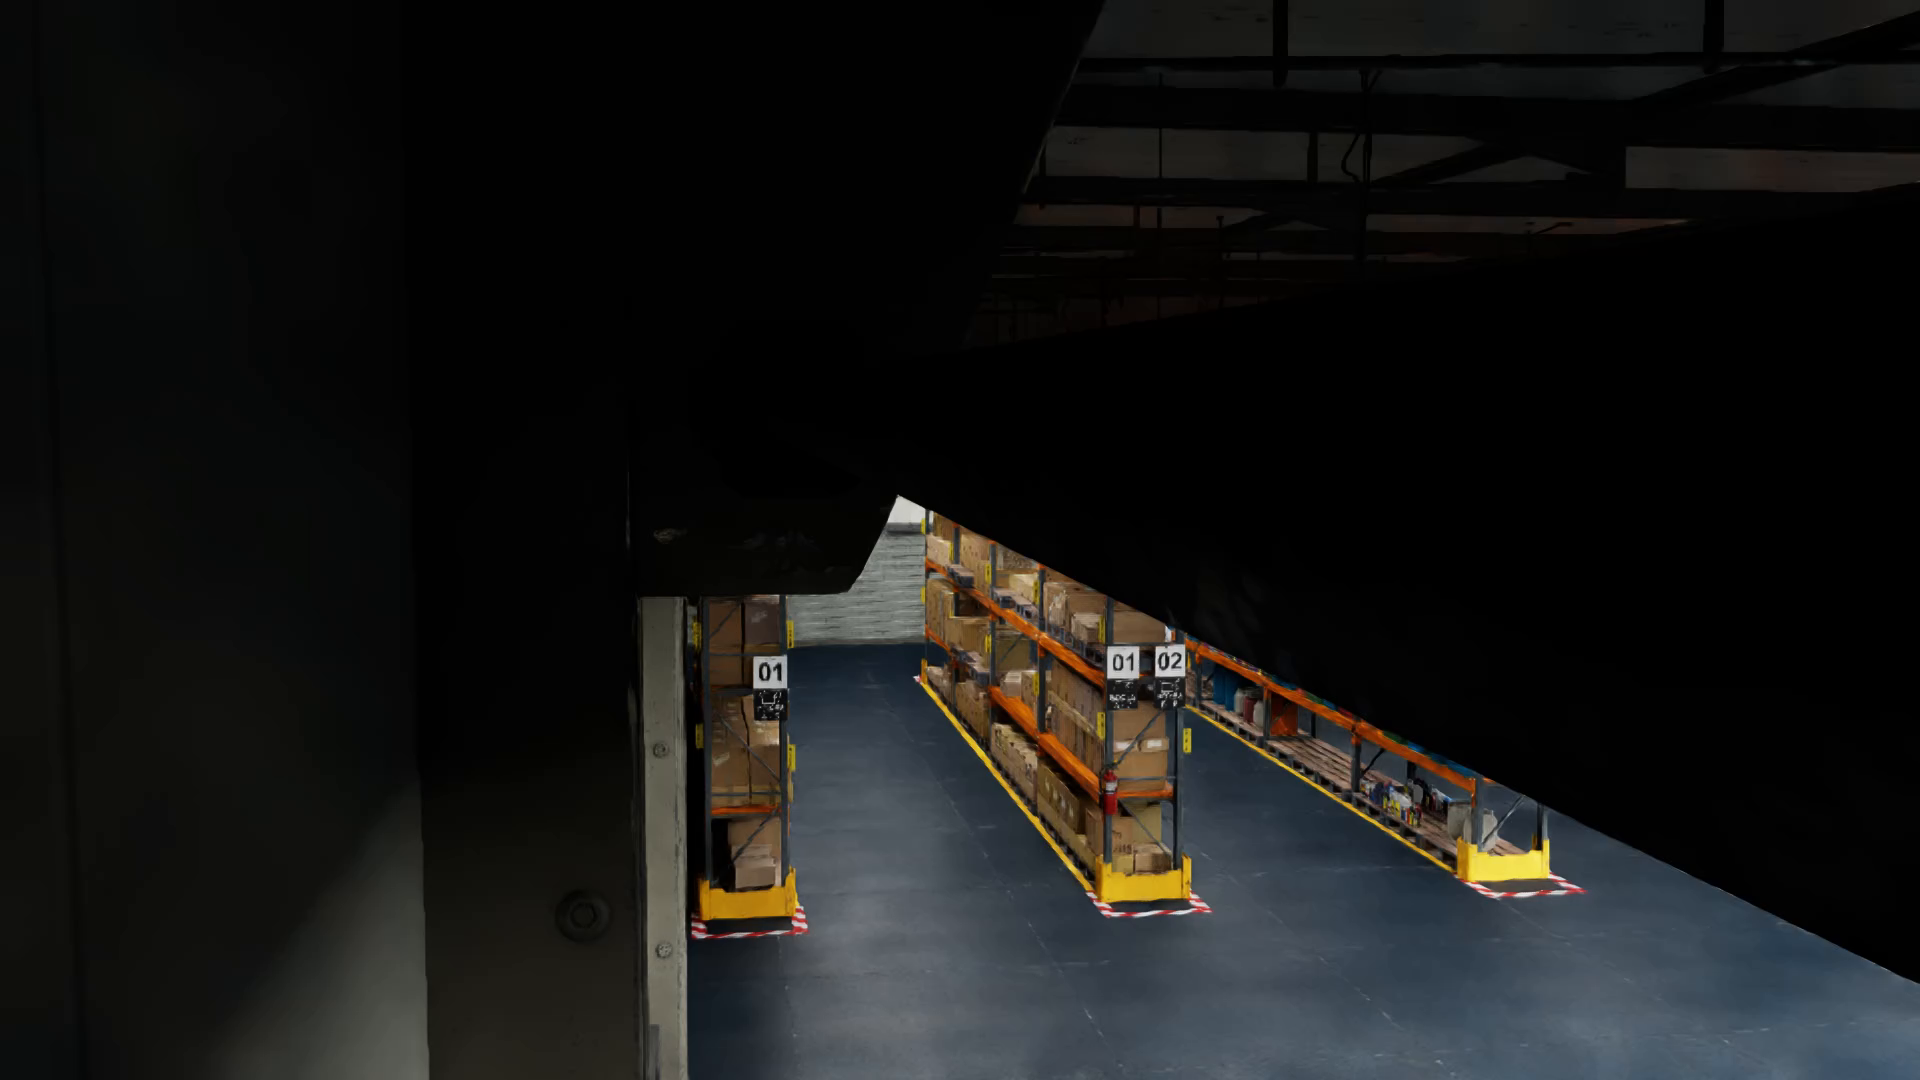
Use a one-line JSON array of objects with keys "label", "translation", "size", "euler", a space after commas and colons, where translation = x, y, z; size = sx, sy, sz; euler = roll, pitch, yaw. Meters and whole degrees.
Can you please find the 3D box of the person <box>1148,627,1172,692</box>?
[{"label": "person", "translation": [4.204, 2.394, 35.069], "size": [0.585, 1.705, 0.985], "euler": [1, 5, 11]}]
